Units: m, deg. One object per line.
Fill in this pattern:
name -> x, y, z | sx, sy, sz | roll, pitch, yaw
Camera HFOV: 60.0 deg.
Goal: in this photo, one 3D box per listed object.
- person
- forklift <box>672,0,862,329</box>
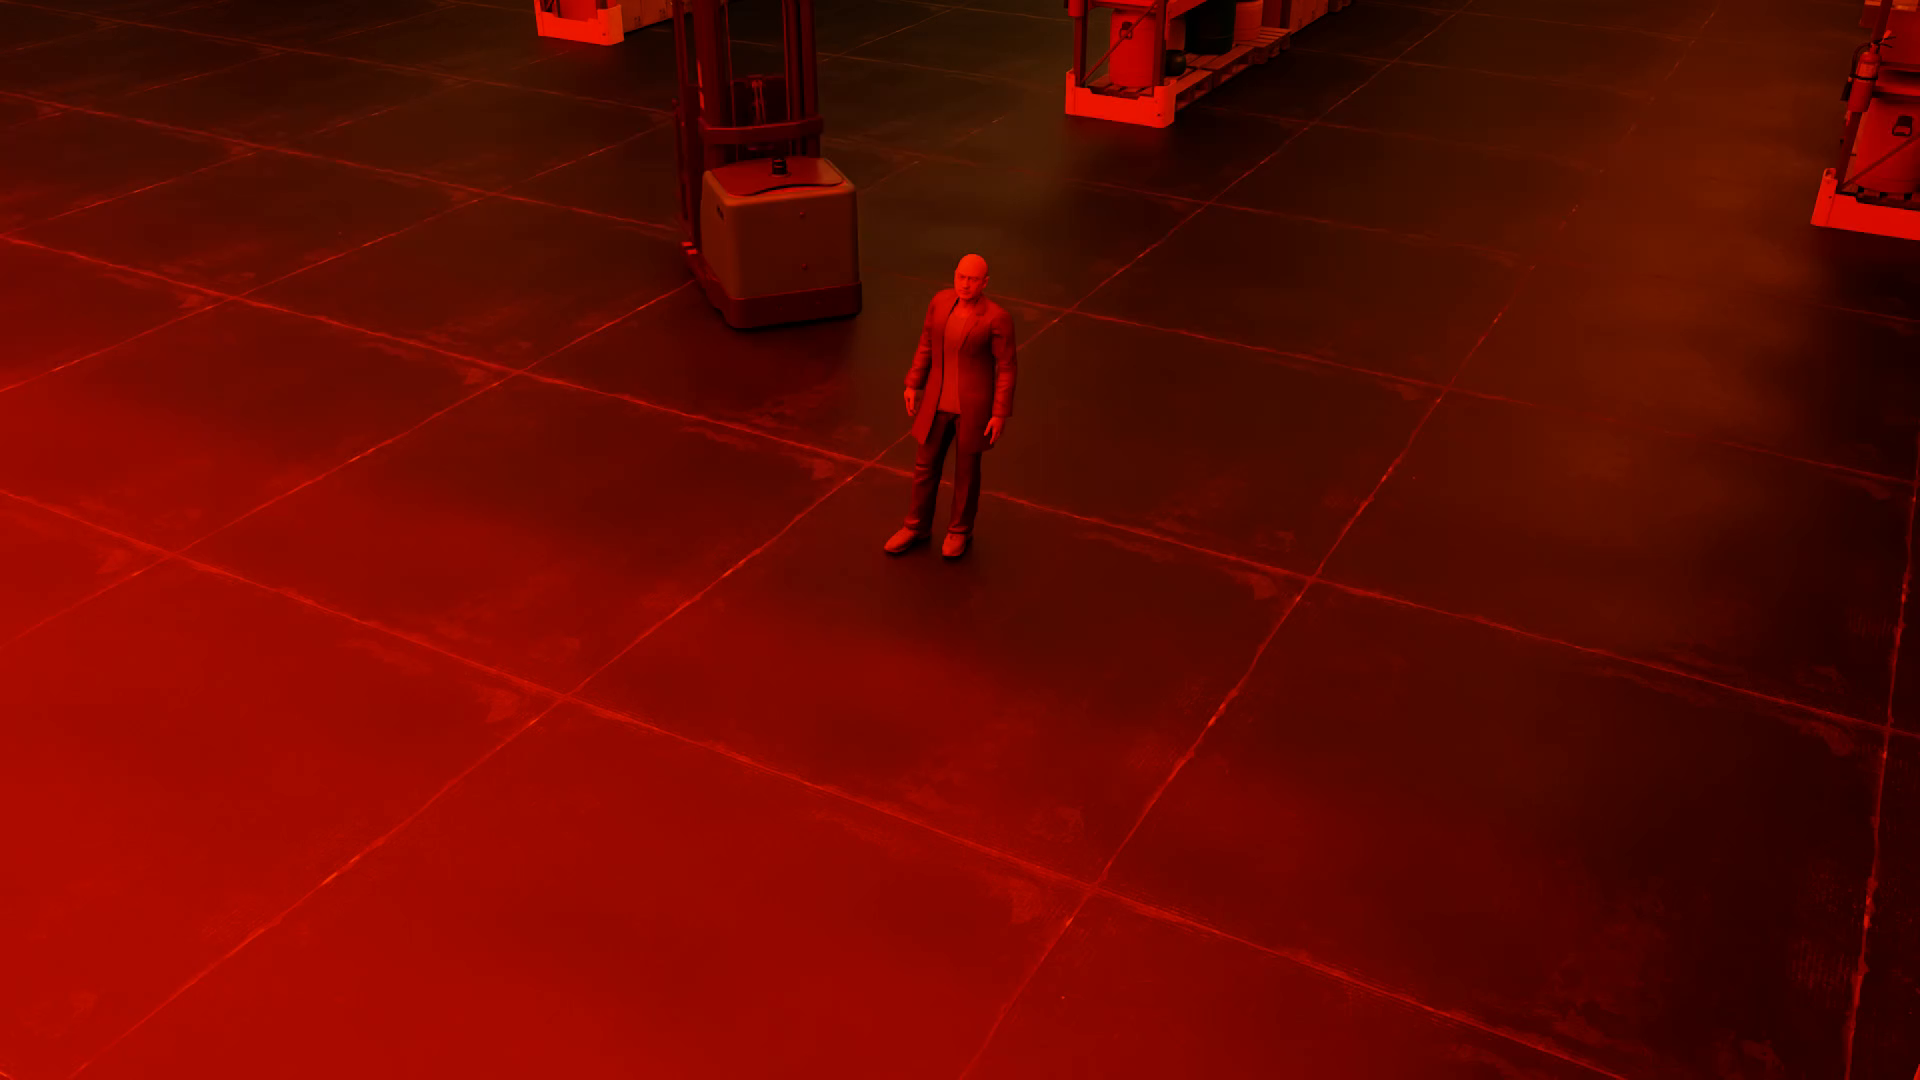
person -> -0.048, -0.738, 9.488 | 0.696, 1.776, 0.582 | 15, 33, 25
forklift -> -1.745, -3.600, 13.308 | 1.130, 2.935, 3.031 | -10, 32, -17
